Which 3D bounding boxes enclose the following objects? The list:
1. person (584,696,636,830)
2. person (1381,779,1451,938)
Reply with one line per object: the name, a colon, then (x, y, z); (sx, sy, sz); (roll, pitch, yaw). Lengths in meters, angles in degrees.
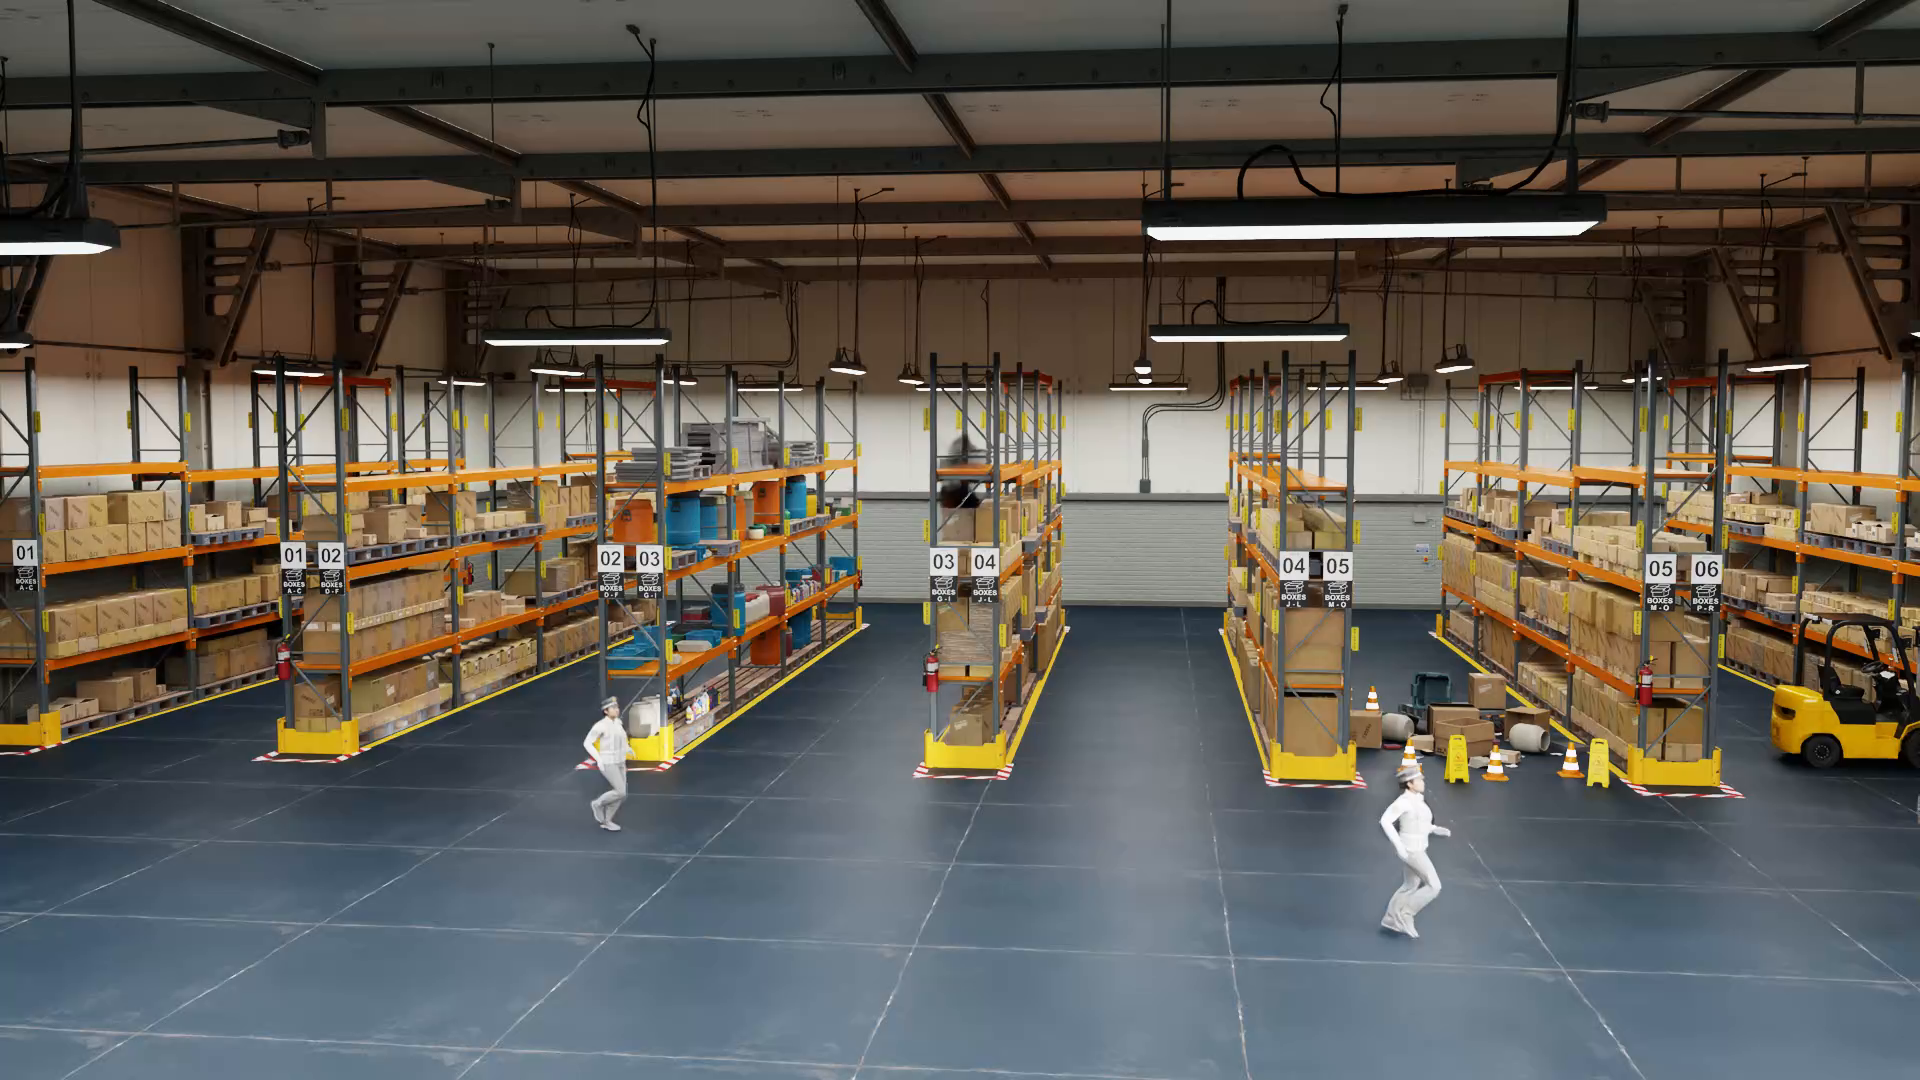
person: (-4.232, 2.739, 20.370); (0.540, 1.650, 0.608); (2, 5, 27)
person: (4.410, 3.038, 16.112); (0.647, 1.630, 0.479); (2, 5, 27)
